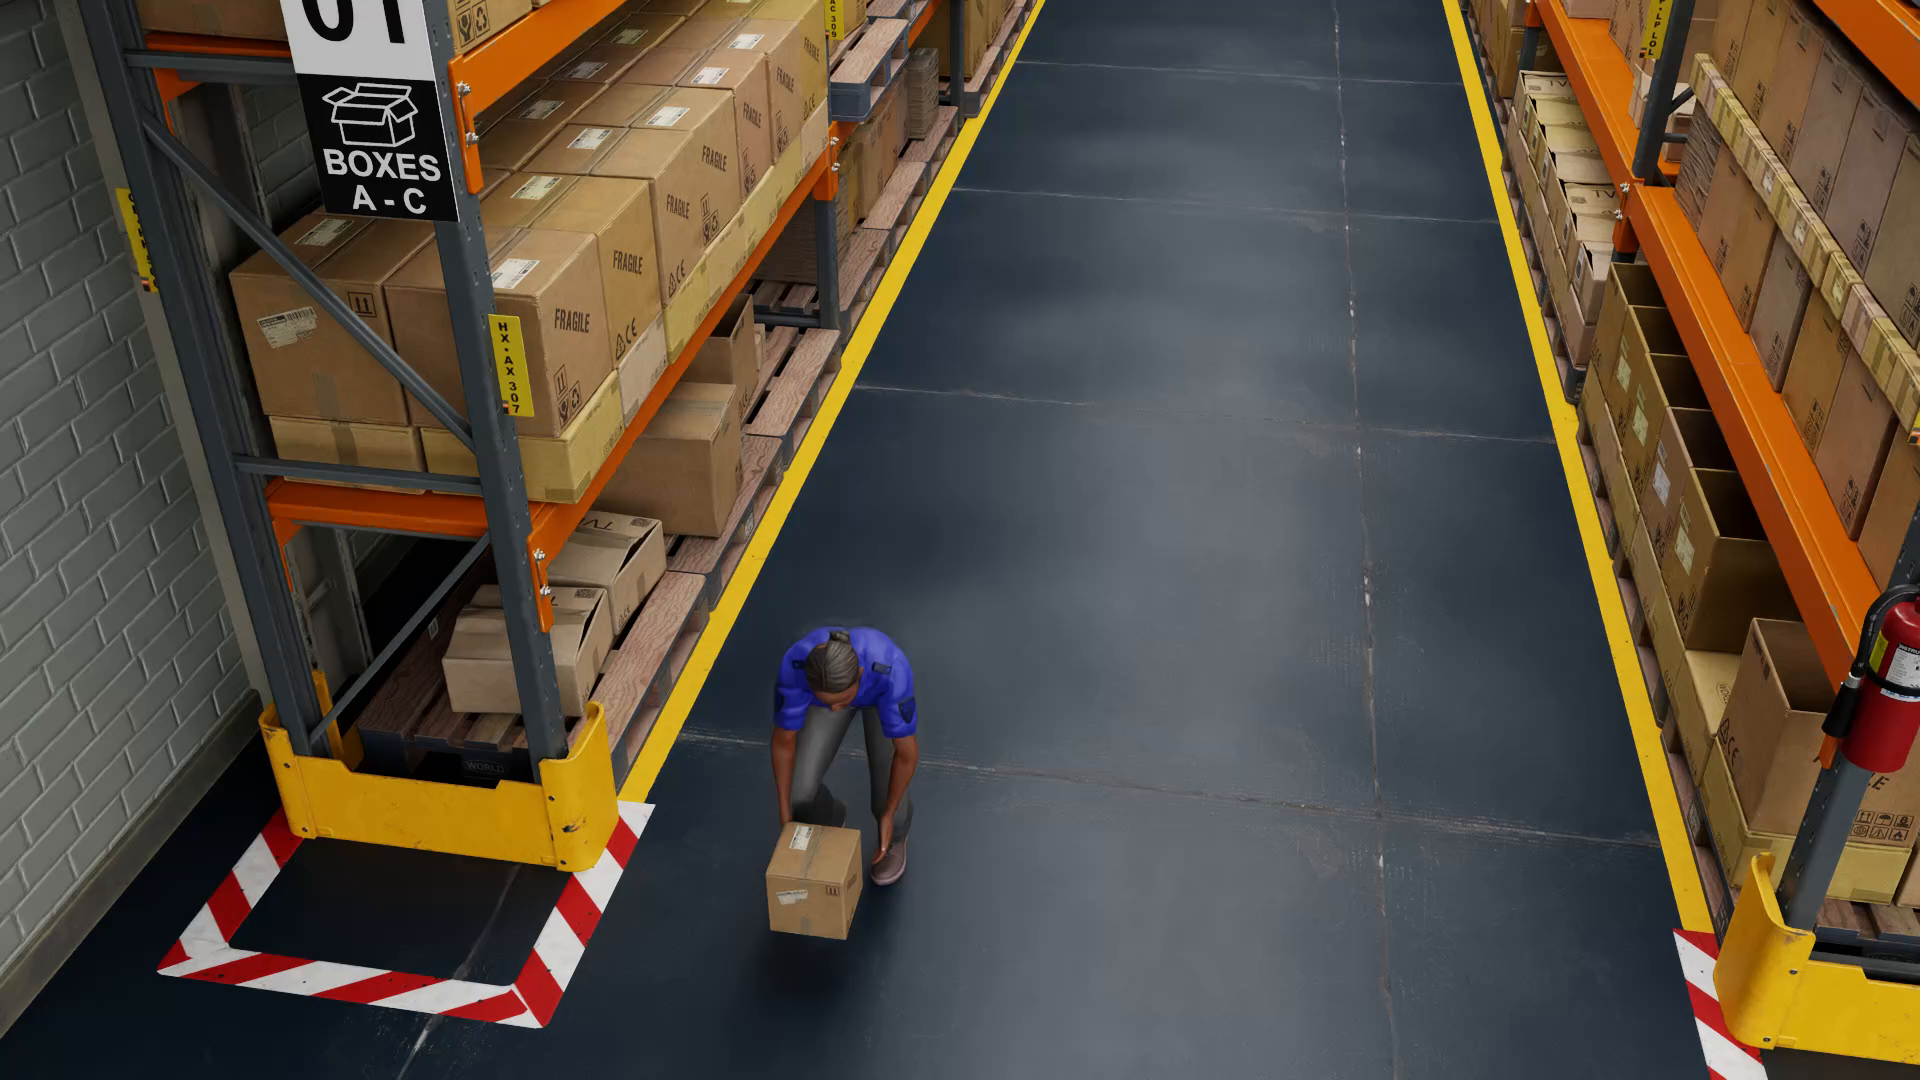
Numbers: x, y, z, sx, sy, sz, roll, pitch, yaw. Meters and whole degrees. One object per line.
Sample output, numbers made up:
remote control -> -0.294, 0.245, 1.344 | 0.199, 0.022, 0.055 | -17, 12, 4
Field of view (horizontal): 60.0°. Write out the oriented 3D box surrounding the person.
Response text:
person -> -0.348, 0.668, 5.559 | 0.500, 1.168, 0.726 | 7, 33, 10
